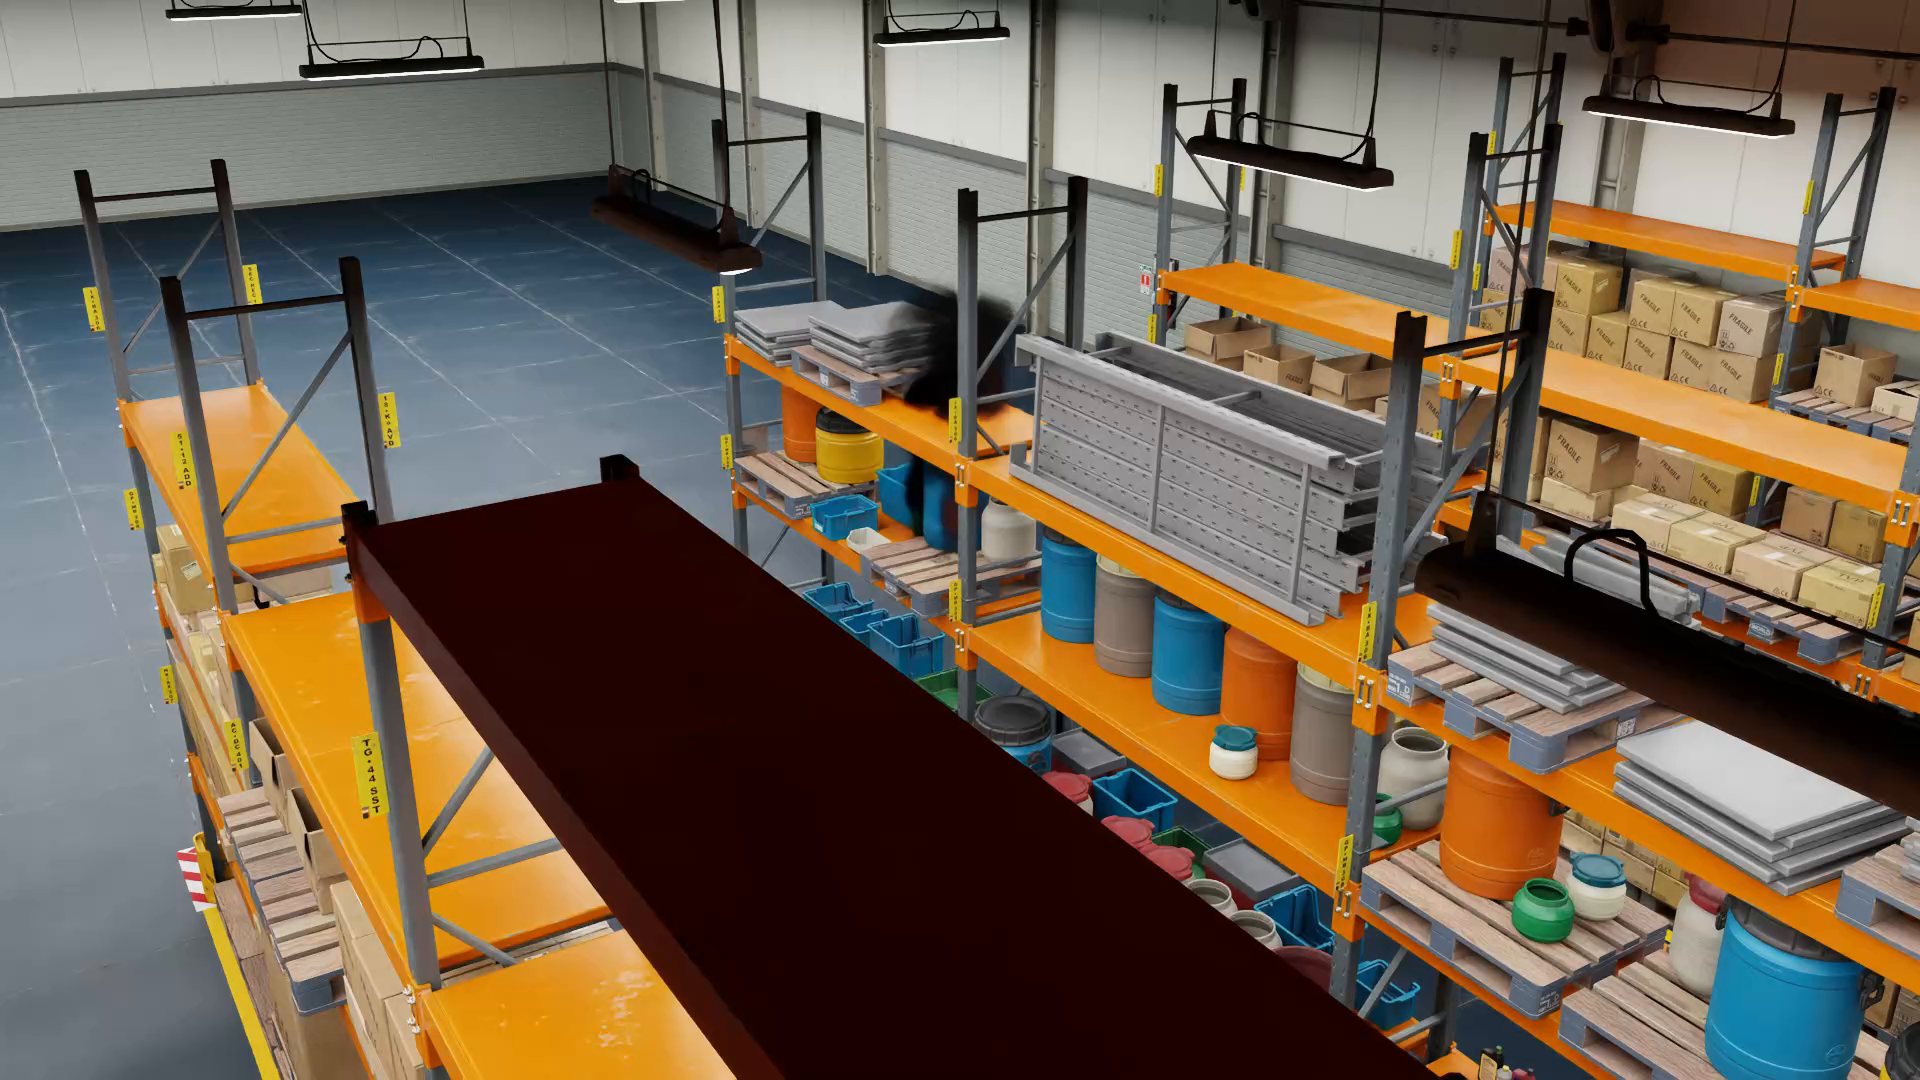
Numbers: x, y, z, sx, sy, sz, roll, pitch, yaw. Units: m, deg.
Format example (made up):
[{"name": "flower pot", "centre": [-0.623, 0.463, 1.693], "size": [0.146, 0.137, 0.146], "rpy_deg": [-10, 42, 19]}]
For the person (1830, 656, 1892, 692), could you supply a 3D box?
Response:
[{"name": "person", "centre": [8.314, 1.410, 15.603], "size": [0.600, 1.678, 0.643], "rpy_deg": [-16, 27, -35]}]
